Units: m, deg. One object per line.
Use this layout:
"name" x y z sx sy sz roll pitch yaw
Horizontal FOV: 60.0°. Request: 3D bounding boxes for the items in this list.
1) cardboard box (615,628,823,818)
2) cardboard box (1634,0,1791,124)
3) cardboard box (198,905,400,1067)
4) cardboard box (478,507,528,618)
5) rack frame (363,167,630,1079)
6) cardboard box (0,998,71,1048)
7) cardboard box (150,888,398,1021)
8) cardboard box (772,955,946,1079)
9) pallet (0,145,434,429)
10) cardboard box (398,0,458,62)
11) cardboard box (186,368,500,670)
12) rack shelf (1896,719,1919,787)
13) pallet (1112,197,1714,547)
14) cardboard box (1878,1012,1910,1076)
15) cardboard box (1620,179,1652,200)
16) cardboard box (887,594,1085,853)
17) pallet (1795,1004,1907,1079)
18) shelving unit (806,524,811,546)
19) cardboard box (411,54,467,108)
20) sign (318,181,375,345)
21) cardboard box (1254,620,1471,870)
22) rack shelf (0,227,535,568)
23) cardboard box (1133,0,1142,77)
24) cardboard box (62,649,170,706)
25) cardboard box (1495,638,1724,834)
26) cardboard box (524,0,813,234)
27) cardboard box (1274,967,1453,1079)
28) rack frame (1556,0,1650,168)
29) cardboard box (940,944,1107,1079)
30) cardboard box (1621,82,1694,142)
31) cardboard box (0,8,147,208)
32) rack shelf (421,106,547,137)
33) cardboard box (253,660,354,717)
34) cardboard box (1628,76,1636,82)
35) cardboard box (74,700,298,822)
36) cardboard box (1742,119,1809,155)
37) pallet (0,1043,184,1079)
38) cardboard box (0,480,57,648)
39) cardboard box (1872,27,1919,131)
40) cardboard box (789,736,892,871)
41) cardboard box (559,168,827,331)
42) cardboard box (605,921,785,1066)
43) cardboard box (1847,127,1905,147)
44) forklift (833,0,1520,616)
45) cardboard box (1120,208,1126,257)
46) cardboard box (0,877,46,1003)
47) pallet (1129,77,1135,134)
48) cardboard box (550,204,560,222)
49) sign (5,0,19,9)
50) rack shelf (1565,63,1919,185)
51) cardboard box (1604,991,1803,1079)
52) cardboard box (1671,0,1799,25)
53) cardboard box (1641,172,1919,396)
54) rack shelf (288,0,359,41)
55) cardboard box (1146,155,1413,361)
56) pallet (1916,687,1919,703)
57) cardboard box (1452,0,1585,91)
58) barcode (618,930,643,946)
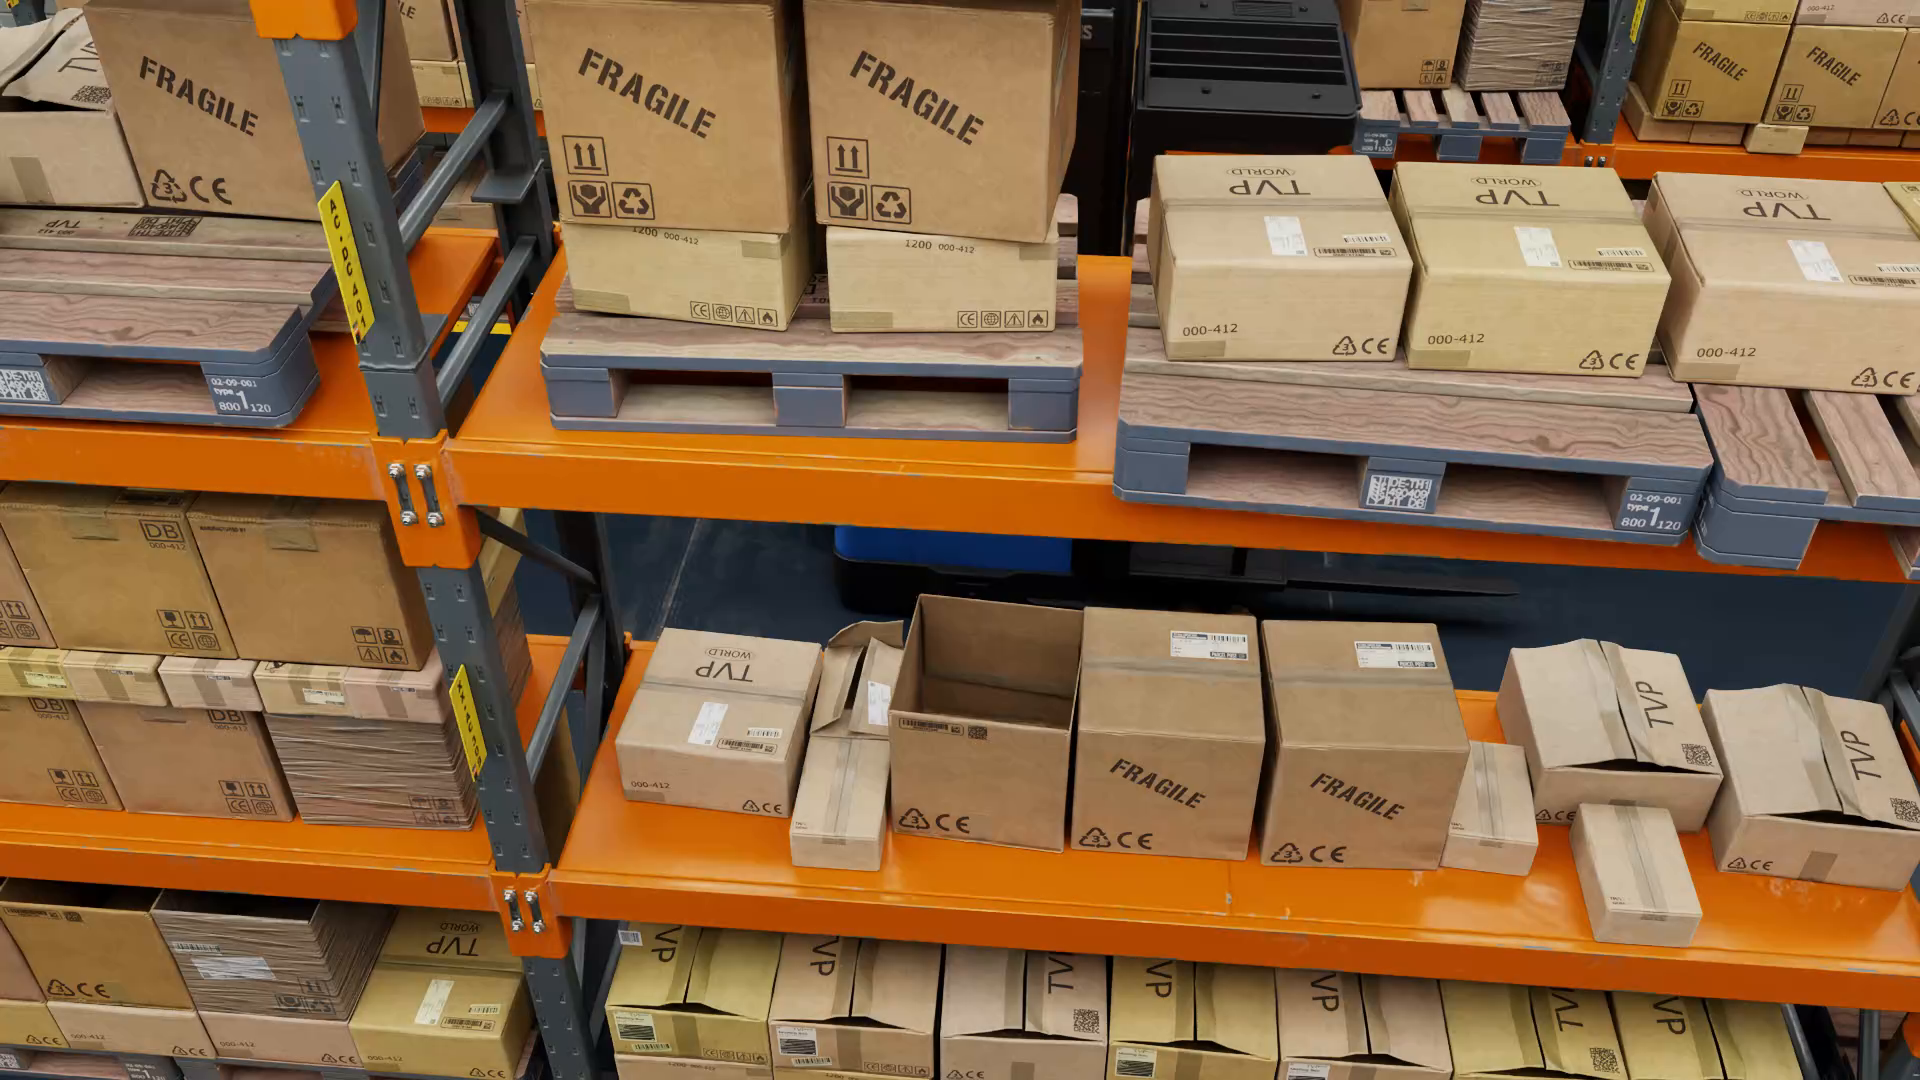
"cardboard box" -0.707 0.542 4.997 0.500 0.250 0.500 5 39 7
"cardboard box" 3.670 -2.388 8.147 0.500 0.500 0.500 4 39 5
"cardboard box" -2.179 1.467 5.588 0.500 0.250 0.500 3 39 4
"cardboard box" -1.452 0.058 4.881 0.250 0.149 0.380 3 39 4
"rack frame" -1.201 0.484 4.949 0.127 3.000 1.000 3 39 4
"cardboard box" -3.177 1.422 5.643 0.500 0.250 0.500 3 39 4
"cardboard box" -2.179 1.175 5.353 0.500 0.500 0.500 3 39 4
"cardboard box" -0.311 1.594 5.431 0.500 0.250 0.500 4 39 5
"pallet" -2.053 -0.675 4.067 1.213 0.211 1.003 3 39 4
"cardboard box" -2.792 -2.789 8.479 0.500 0.500 0.500 4 39 5
"cardboard box" -1.644 -0.078 4.533 0.500 0.500 0.700 3 39 4
"rack shelf" 4.777 1.090 4.775 4.000 0.370 1.077 3 39 4
"pallet" 0.986 -0.428 3.843 1.213 0.211 1.003 5 39 6
"cardboard box" 3.213 1.706 5.080 0.500 0.500 0.500 5 39 6
"cardboard box" 3.929 -1.620 8.905 0.750 0.750 0.750 3 39 3
"cardboard box" 0.088 0.526 4.818 0.500 0.500 0.500 6 40 7
"pallet" 3.525 1.848 5.483 1.213 0.211 1.003 3 39 4
"shelving unit" -0.617 -0.507 7.593 0.189 1.200 0.258 4 39 5
"cardboard box" -2.775 -2.493 8.710 0.500 0.250 0.500 3 39 4
"sign" -1.247 -0.561 3.385 0.005 0.325 0.100 3 39 4
"cardboard box" 1.111 0.582 4.750 0.500 0.500 0.500 1 39 1
"rack shelf" -3.194 -0.509 4.363 4.000 0.370 1.077 3 39 4
"cardboard box" 0.942 -2.740 8.483 0.500 0.500 0.700 8 40 10
"cardboard box" -2.259 0.273 4.616 0.250 0.149 0.380 3 39 4
"cardboard box" 1.910 0.566 4.919 0.500 0.311 0.500 3 39 3
"cardboard box" -0.590 -1.016 3.609 0.500 0.500 0.500 4 39 4
"cardboard box" 1.220 1.461 5.150 0.500 0.311 0.500 3 39 4
"rack frame" 3.208 -2.413 8.509 0.127 3.000 1.000 3 39 4
"cardboard box" 0.203 1.408 5.216 0.500 0.311 0.500 2 39 2
"cardboard box" 3.516 -2.160 8.381 0.250 0.149 0.380 3 39 3
"cardboard box" -2.218 -1.084 4.127 0.500 0.311 0.500 1 39 1
"rack shelf" -2.770 -2.461 9.138 4.000 0.370 1.077 3 39 4
"cardboard box" -1.737 0.299 4.584 0.250 0.149 0.380 2 39 3
"cardboard box" 3.554 -2.467 8.758 0.250 0.149 0.380 4 39 5
"cardboard box" -2.170 0.401 4.973 0.500 0.500 0.700 3 39 3
"cardboard box" 4.024 -2.073 8.275 0.250 0.149 0.380 4 39 5
"pallet" -3.208 1.431 5.995 1.213 0.211 1.003 3 39 4
"cardboard box" -2.646 -0.132 4.600 0.500 0.500 0.700 3 39 4
"cardboard box" 4.685 -2.326 8.071 0.500 0.500 0.500 3 39 4
"cardboard box" -0.336 0.759 4.811 0.250 0.149 0.380 3 39 4
"cardboard box" -0.588 -0.744 3.868 0.500 0.250 0.500 7 40 8
"cardboard box" -0.811 1.350 5.287 0.500 0.311 0.500 3 39 4
"cardboard box" 4.544 -2.128 8.342 0.250 0.149 0.380 4 39 5
"forklift" 0.984 -1.041 6.877 3.031 2.935 1.130 4 39 5
"cardboard box" 0.981 -1.753 9.330 0.500 0.500 0.700 4 39 4
"cardboard box" -3.177 1.132 5.405 0.500 0.500 0.500 3 39 4
"pallet" 1.232 -2.421 8.671 1.213 0.211 1.003 3 39 4
"cardboard box" -2.369 -1.796 9.661 0.250 0.149 0.380 0 39 0
"sign" -4.809 -2.844 8.352 0.005 0.325 0.100 3 39 4
"rack shelf" 5.200 -2.025 8.603 4.000 0.370 1.077 3 39 4
"cardboard box" 2.241 1.515 5.085 0.500 0.311 0.500 4 39 5
"cardboard box" 3.667 -2.678 7.909 0.500 0.250 0.500 4 39 5
"cardboard box" 1.803 -0.572 3.657 0.500 0.250 0.500 4 39 5
"rack shelf" 0.792 -1.299 3.275 4.000 0.370 1.077 3 39 4
"cardboard box" 0.699 -0.641 3.742 0.500 0.250 0.500 0 39 0
"pallet" 3.465 0.769 4.751 1.003 0.211 1.213 3 39 4
"cardboard box" 2.739 -2.642 8.363 0.500 0.500 0.700 -1 39 -1
"barcode" -0.983 1.187 4.958 0.075 0.075 0.001 3 39 4
